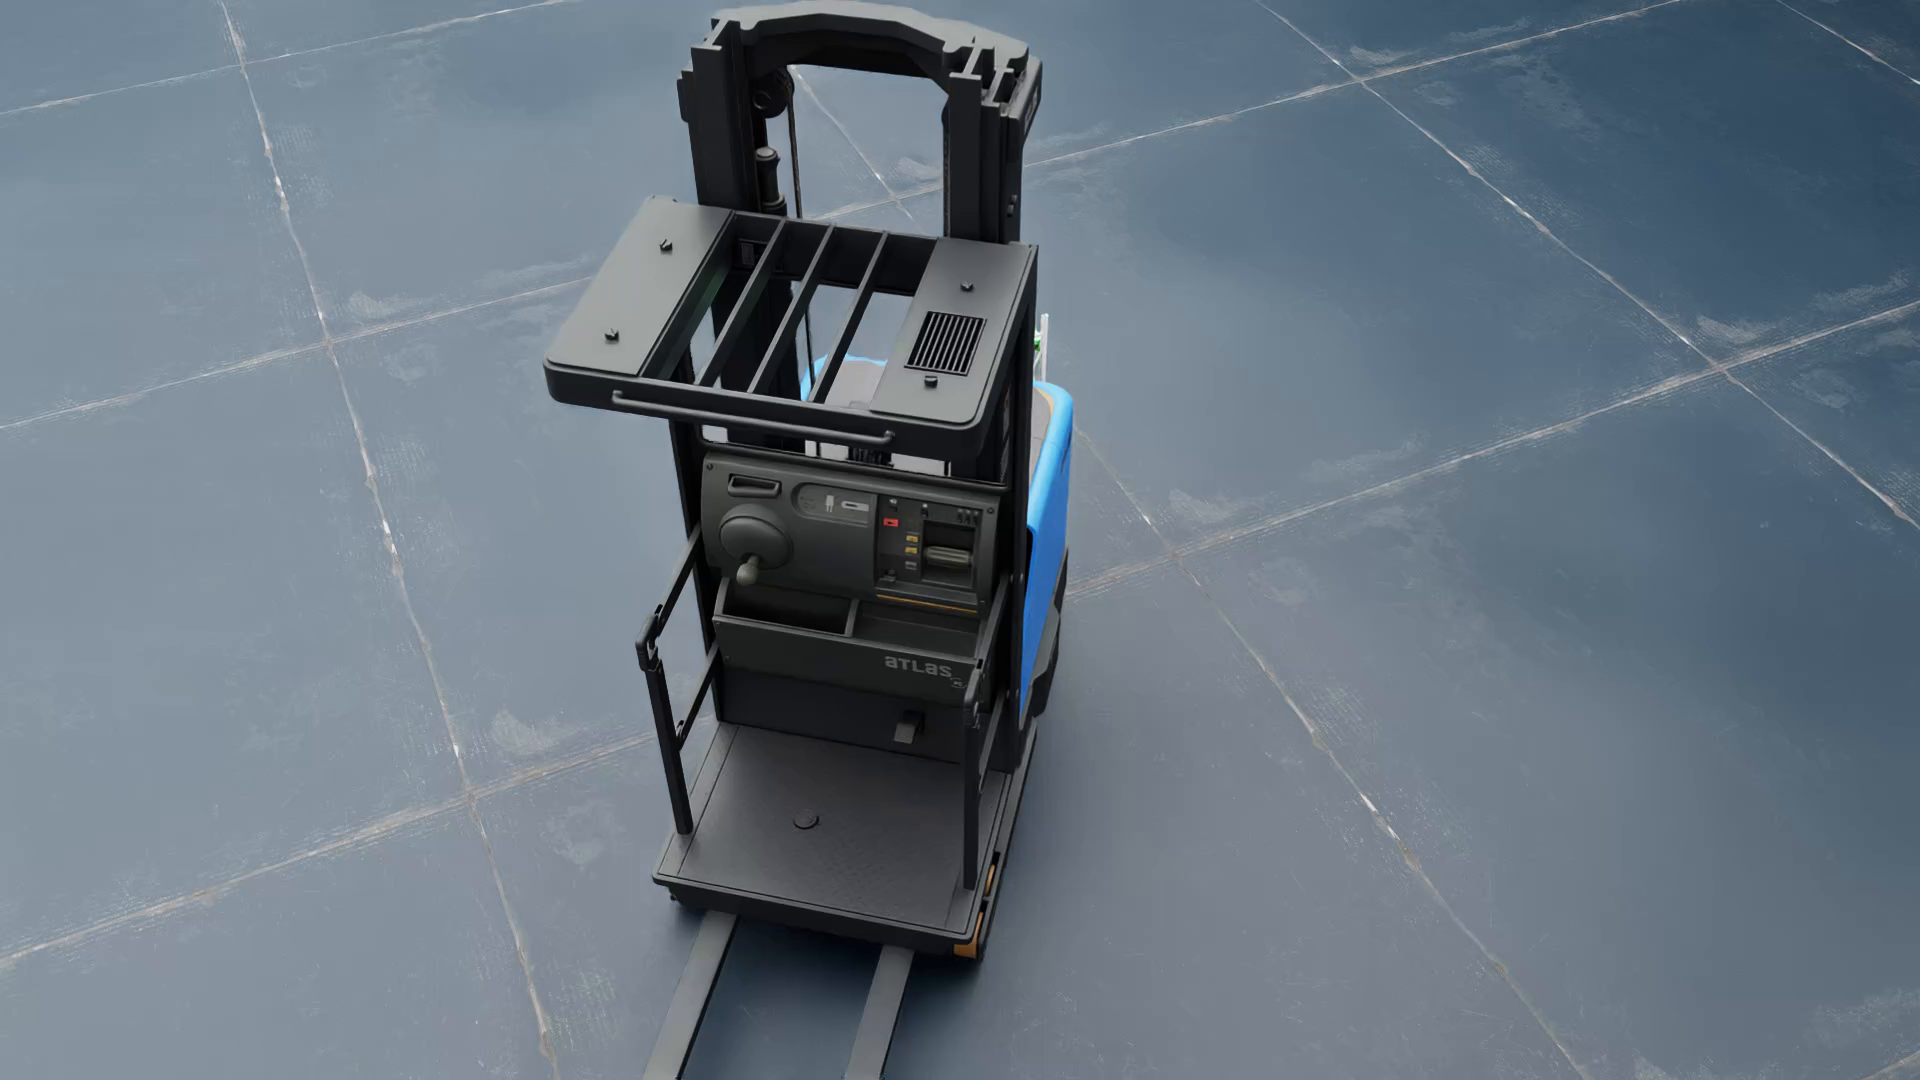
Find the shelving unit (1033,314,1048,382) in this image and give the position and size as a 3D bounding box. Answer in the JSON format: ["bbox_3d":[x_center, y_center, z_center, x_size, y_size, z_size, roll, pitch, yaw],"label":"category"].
[{"bbox_3d":[0.098,-0.523,6.795,0.258,1.200,0.503,-24,49,-22],"label":"shelving unit"}]

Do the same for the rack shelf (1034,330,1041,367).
[{"bbox_3d":[0.098,-0.820,6.503,0.258,0.148,0.480,-24,49,-22],"label":"rack shelf"}]

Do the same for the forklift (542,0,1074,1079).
[{"bbox_3d":[-0.390,0.081,4.950,1.130,2.935,3.031,9,45,9],"label":"forklift"}]

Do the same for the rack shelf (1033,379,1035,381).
[{"bbox_3d":[0.098,-0.649,6.671,0.258,0.148,0.480,-24,49,-22],"label":"rack shelf"}]

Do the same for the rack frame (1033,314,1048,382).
[{"bbox_3d":[0.227,-0.378,6.648,0.240,1.200,0.015,-24,49,-22],"label":"rack frame"}]
